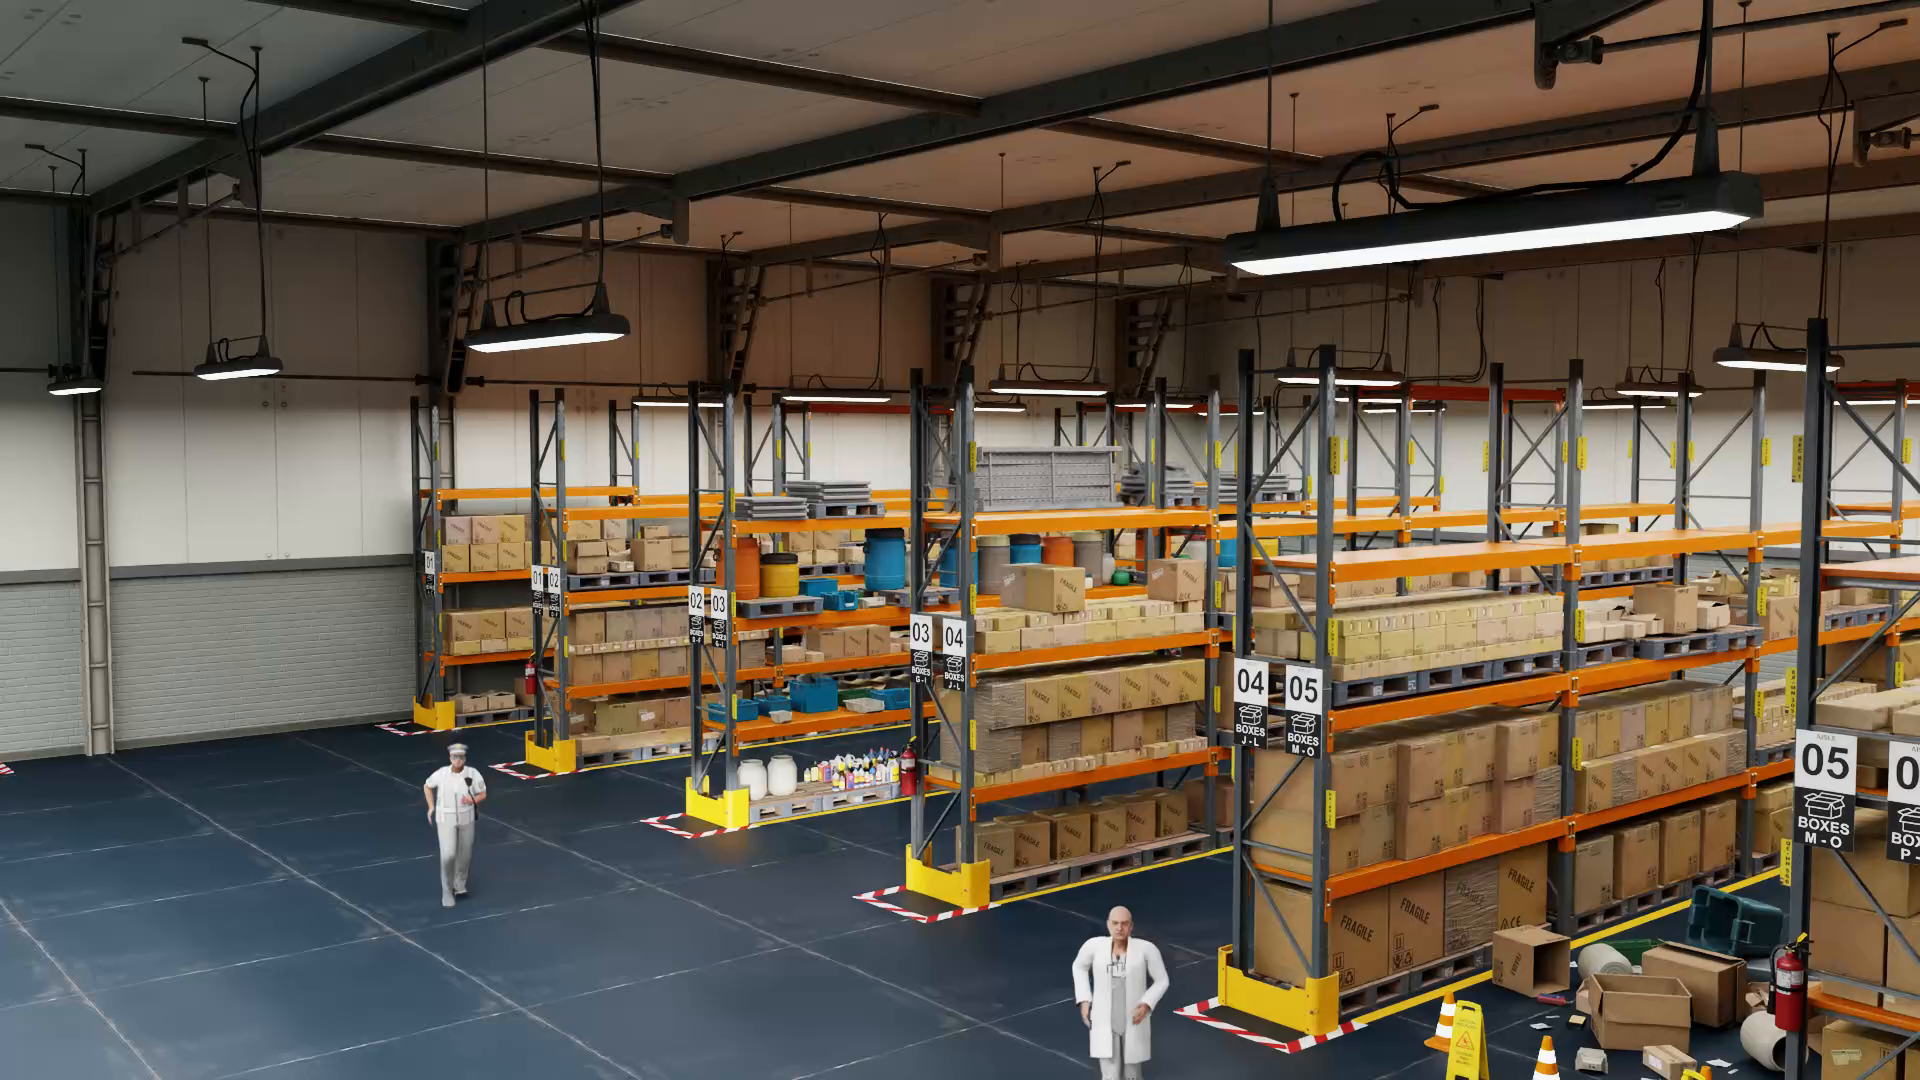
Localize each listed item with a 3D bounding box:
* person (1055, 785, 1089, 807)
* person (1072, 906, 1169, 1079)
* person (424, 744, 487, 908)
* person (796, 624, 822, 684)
[{"bbox_3d":[1.512,3.010,23.002,0.684,1.637,0.576,-3,5,-42],"label":"person"},{"bbox_3d":[1.175,3.563,12.244,0.724,1.774,0.855,0,3,8],"label":"person"},{"bbox_3d":[-5.635,3.186,18.637,0.646,1.834,0.699,-1,4,-23],"label":"person"},{"bbox_3d":[-2.875,2.362,32.173,0.650,1.840,0.826,3,4,39],"label":"person"}]
